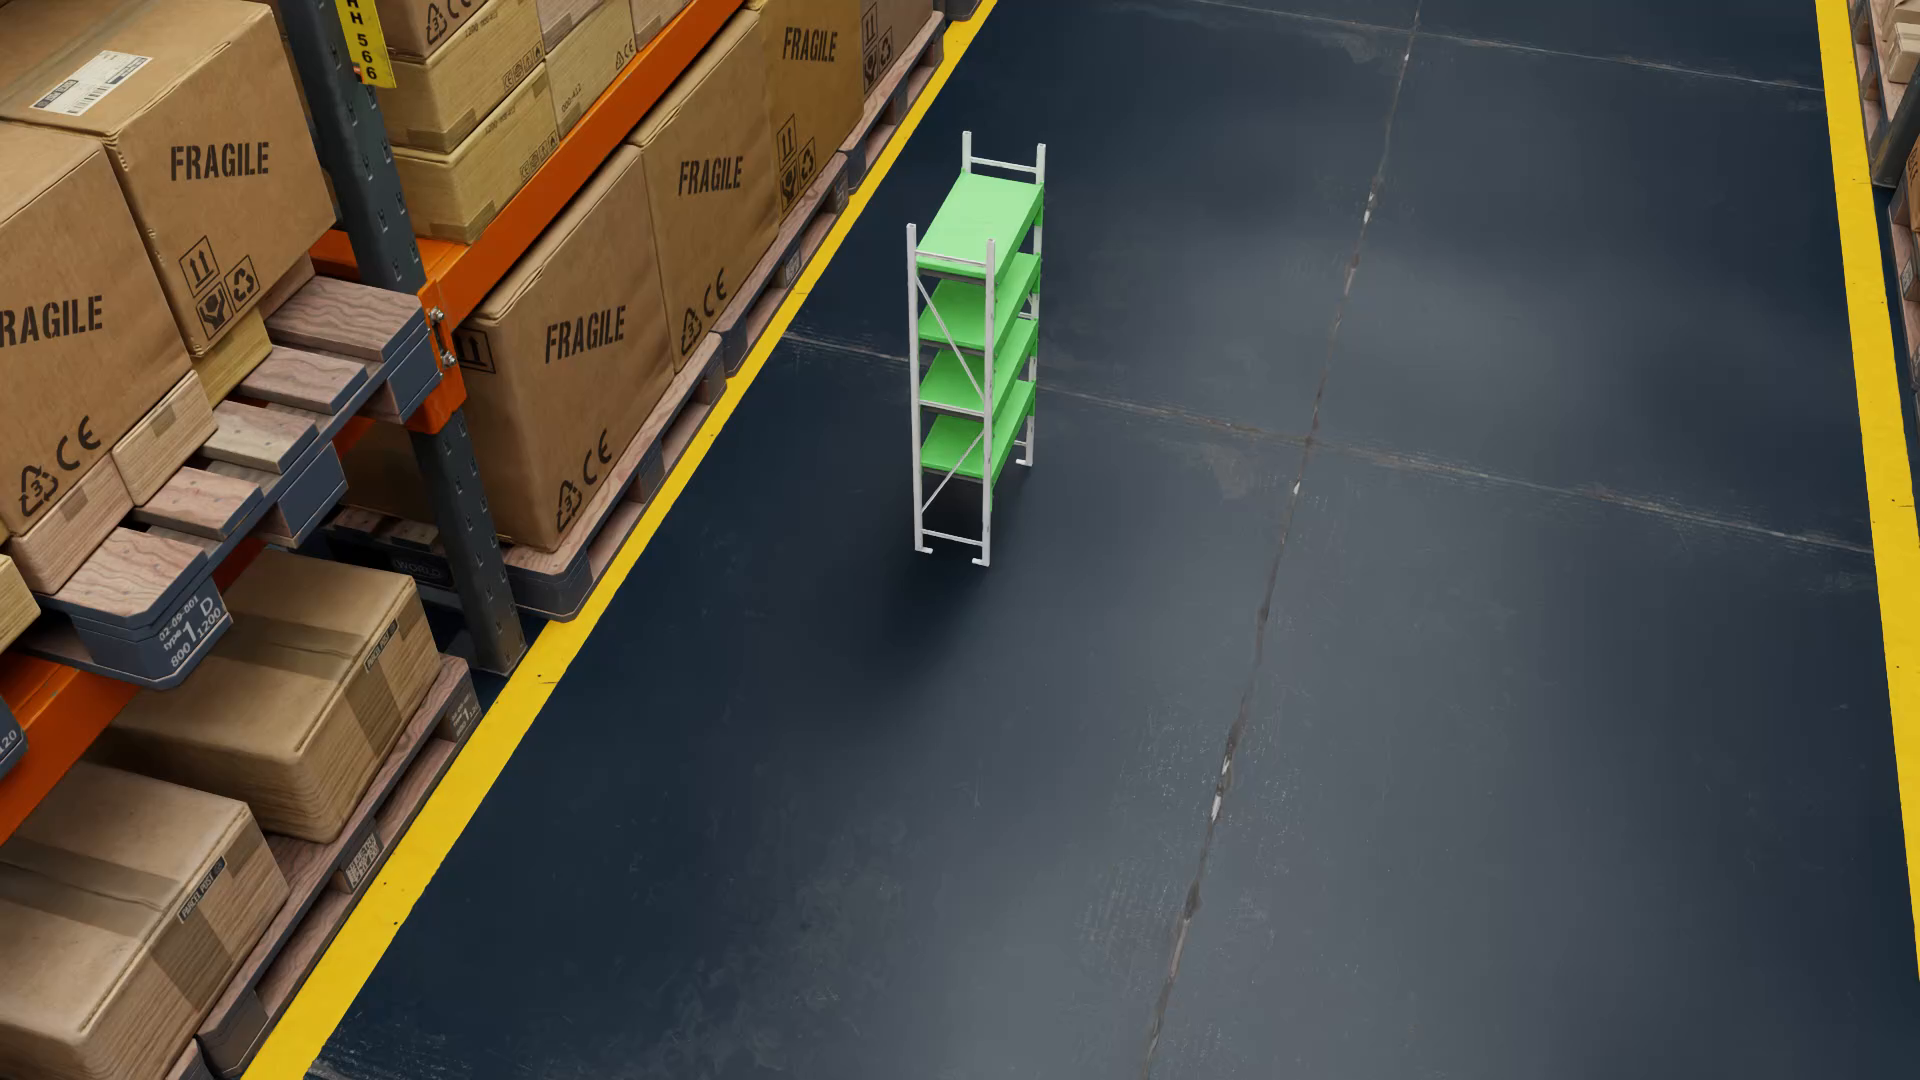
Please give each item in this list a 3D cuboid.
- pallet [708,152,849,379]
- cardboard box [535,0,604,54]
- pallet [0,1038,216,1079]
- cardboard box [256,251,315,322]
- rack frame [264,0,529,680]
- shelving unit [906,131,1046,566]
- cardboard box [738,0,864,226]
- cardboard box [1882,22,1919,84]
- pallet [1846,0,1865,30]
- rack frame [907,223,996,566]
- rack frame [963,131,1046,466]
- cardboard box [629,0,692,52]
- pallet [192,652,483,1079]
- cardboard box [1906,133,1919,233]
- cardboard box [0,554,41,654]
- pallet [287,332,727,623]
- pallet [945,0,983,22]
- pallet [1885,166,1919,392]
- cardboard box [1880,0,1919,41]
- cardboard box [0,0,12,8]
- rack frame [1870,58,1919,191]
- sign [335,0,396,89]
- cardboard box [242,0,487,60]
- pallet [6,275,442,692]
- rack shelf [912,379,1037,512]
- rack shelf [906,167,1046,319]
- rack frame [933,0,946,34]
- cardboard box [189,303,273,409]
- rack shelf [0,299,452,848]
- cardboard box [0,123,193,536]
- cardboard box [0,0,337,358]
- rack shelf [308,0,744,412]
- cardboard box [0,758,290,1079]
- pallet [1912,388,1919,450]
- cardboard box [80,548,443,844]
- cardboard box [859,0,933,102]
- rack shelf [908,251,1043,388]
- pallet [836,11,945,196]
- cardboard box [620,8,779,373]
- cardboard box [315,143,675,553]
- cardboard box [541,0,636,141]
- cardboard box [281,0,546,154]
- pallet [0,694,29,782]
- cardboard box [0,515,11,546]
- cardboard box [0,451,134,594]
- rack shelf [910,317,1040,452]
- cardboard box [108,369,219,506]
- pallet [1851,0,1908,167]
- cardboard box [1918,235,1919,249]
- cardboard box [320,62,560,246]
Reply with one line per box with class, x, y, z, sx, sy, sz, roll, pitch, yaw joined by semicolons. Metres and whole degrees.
pallet;-1.090;-1.137;6.261;1.003;0.211;1.213;13;46;13
cardboard box;-1.226;-1.569;4.458;0.500;0.250;0.500;14;46;13
pallet;-2.381;1.514;3.552;1.003;0.211;1.213;13;46;13
cardboard box;-1.647;-0.606;3.604;0.380;0.149;0.250;14;46;14
rack frame;-1.772;-0.814;3.937;1.000;3.000;0.127;13;46;13
shelving unit;0.050;-0.539;4.943;0.258;1.200;0.503;13;46;13
cardboard box;-0.938;-1.837;6.201;0.875;0.875;0.875;14;46;14
cardboard box;4.060;-1.996;6.883;0.380;0.149;0.250;11;45;11
pallet;4.748;-2.708;7.866;1.003;0.211;1.213;13;46;13
rack frame;-0.024;-0.377;4.777;0.240;1.200;0.015;13;46;13
rack frame;0.124;-0.702;5.109;0.240;1.200;0.015;13;46;13
cardboard box;-1.081;-1.728;4.978;0.500;0.250;0.500;14;46;14
pallet;-2.010;0.703;4.380;1.003;0.211;1.213;13;46;13
cardboard box;3.810;-1.413;6.036;0.500;0.500;0.500;14;46;14
cardboard box;-1.847;0.118;2.864;0.380;0.149;0.250;13;46;13
pallet;-1.461;-0.327;5.433;1.003;0.211;1.213;13;46;13
pallet;-0.256;-2.974;8.138;1.003;0.211;1.213;13;46;13
pallet;3.961;-0.884;6.003;1.003;0.211;1.213;13;46;13
cardboard box;4.168;-2.276;7.085;0.396;0.266;0.258;14;46;14
cardboard box;-2.129;-0.855;3.395;0.500;0.500;0.500;11;46;11
rack frame;4.171;-2.431;5.590;1.000;3.000;0.127;13;46;13
sign;-1.252;-1.091;3.449;0.100;0.325;0.005;13;46;13
cardboard box;-1.389;-1.484;3.835;0.500;0.500;0.500;11;45;11
pallet;-1.886;-0.248;3.495;1.213;0.211;1.003;13;46;13
rack shelf;0.050;-0.322;5.156;0.258;0.148;0.480;13;46;13
rack shelf;0.050;-0.837;4.652;0.258;0.148;0.480;13;46;13
rack frame;-0.561;-3.480;6.662;1.000;3.000;0.127;13;46;13
cardboard box;-1.659;-0.412;3.405;0.380;0.149;0.250;13;46;13
rack shelf;-2.378;0.776;2.826;1.077;0.370;4.000;13;46;13
cardboard box;-1.791;-0.397;2.927;0.500;0.500;0.500;12;46;12
cardboard box;-1.645;-0.744;3.281;0.500;0.500;0.500;11;46;11
rack shelf;-1.166;-1.890;5.551;1.077;0.370;4.000;13;46;13
cardboard box;-2.168;0.843;3.822;0.950;0.372;0.625;12;46;12
pallet;3.593;-0.068;5.169;1.003;0.211;1.213;13;46;13
cardboard box;-1.952;0.350;4.326;0.950;0.372;0.625;10;45;10
cardboard box;-0.672;-2.440;6.818;0.875;0.875;0.875;14;46;14
rack shelf;0.050;-0.665;4.820;0.258;0.148;0.480;13;46;13
pallet;-0.722;-1.953;7.095;1.003;0.211;1.213;13;46;13
cardboard box;-1.209;-1.241;5.592;0.875;0.875;0.875;13;46;13
cardboard box;-1.484;-0.647;4.986;0.875;0.875;0.875;12;46;12
cardboard box;-1.245;-1.379;4.622;0.500;0.250;0.500;11;46;11
cardboard box;-1.383;-1.224;4.106;0.500;0.250;0.500;12;46;12
pallet;-2.332;0.583;2.647;1.003;0.211;1.213;13;46;13
cardboard box;-1.942;-0.060;2.583;0.500;0.500;0.500;10;45;10
cardboard box;-1.777;-0.068;3.054;0.380;0.149;0.250;11;45;11
rack shelf;0.050;-0.494;4.988;0.258;0.148;0.480;13;46;13
cardboard box;-1.693;-0.234;3.224;0.380;0.149;0.250;12;46;12
pallet;4.380;-1.892;7.033;1.003;0.211;1.213;13;46;13
cardboard box;3.658;-1.056;5.671;0.500;0.500;0.500;12;46;12
cardboard box;-1.384;-1.033;4.268;0.500;0.250;0.500;12;46;12
